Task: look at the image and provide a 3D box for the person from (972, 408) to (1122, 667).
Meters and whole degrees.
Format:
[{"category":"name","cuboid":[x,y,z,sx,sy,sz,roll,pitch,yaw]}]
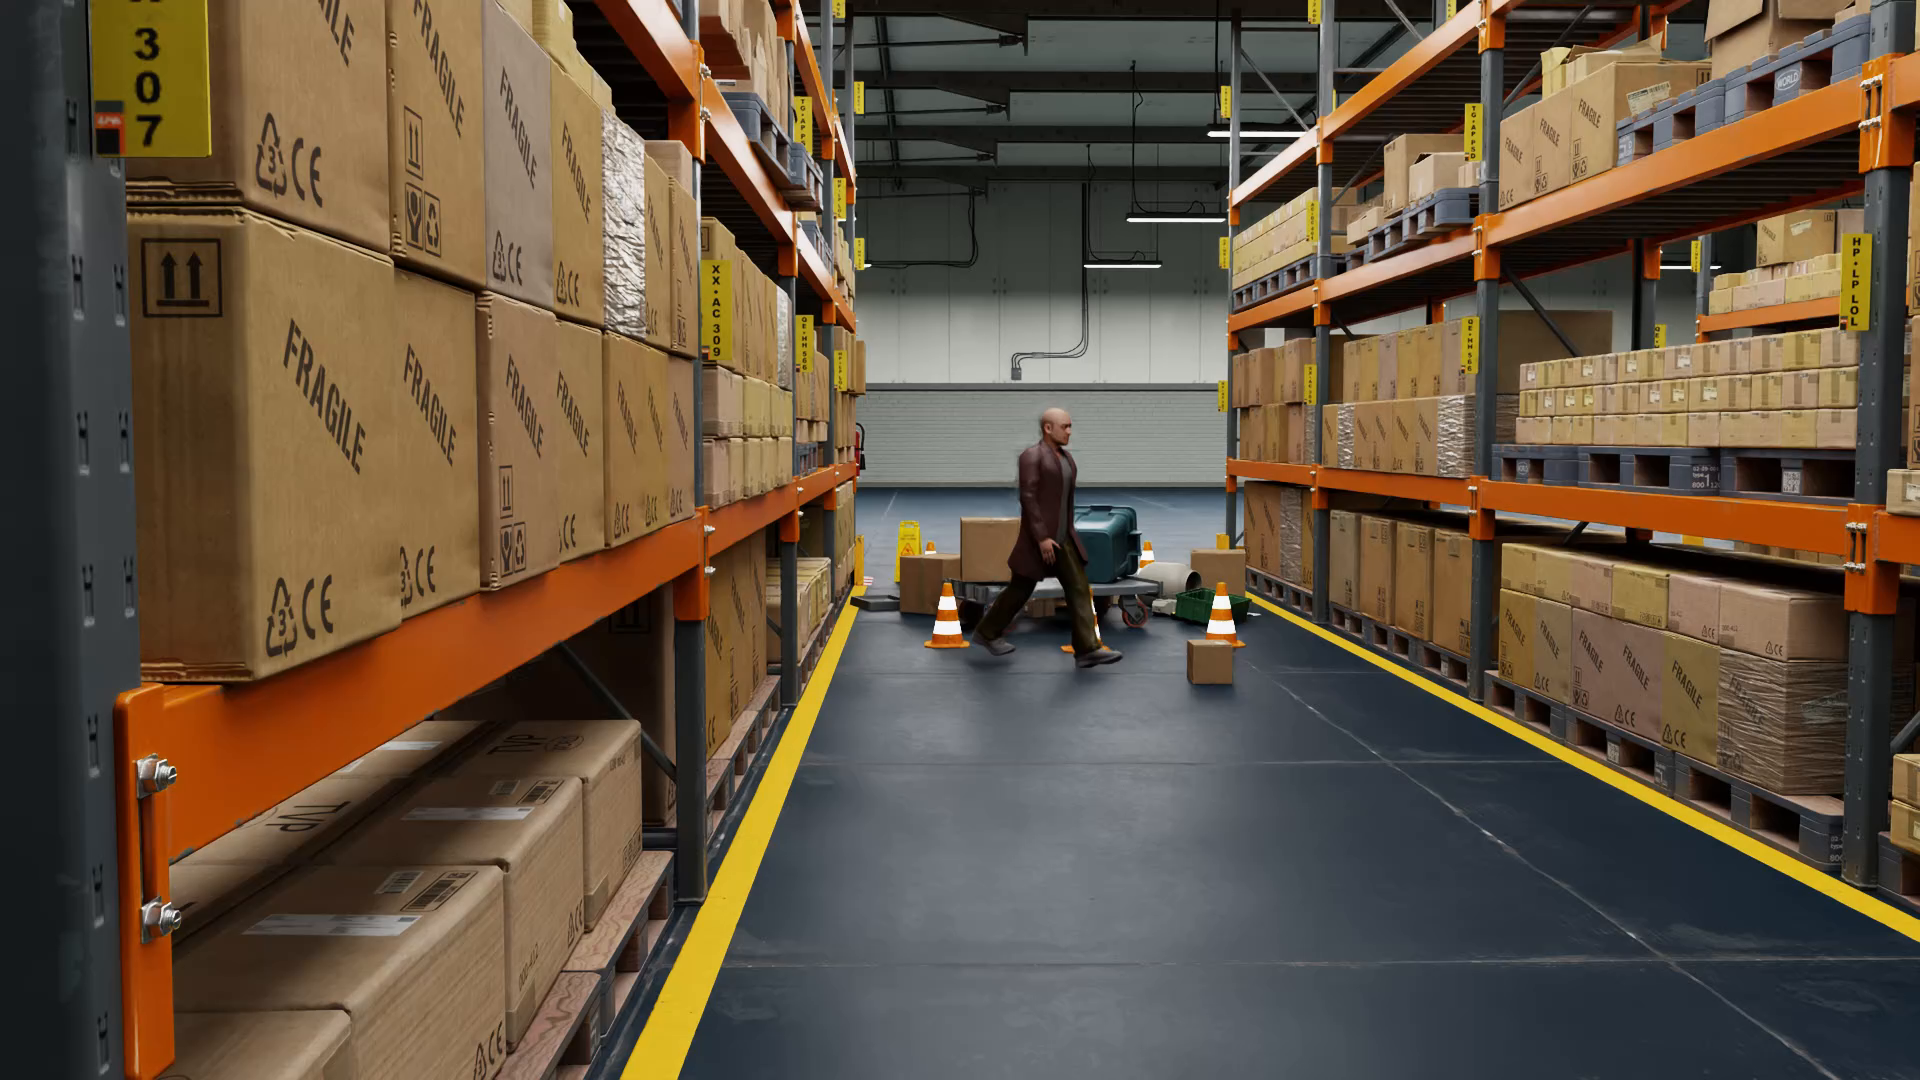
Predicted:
[{"category":"person","cuboid":[0.567,-0.018,11.178,1.175,1.733,0.548,3,5,44]}]
